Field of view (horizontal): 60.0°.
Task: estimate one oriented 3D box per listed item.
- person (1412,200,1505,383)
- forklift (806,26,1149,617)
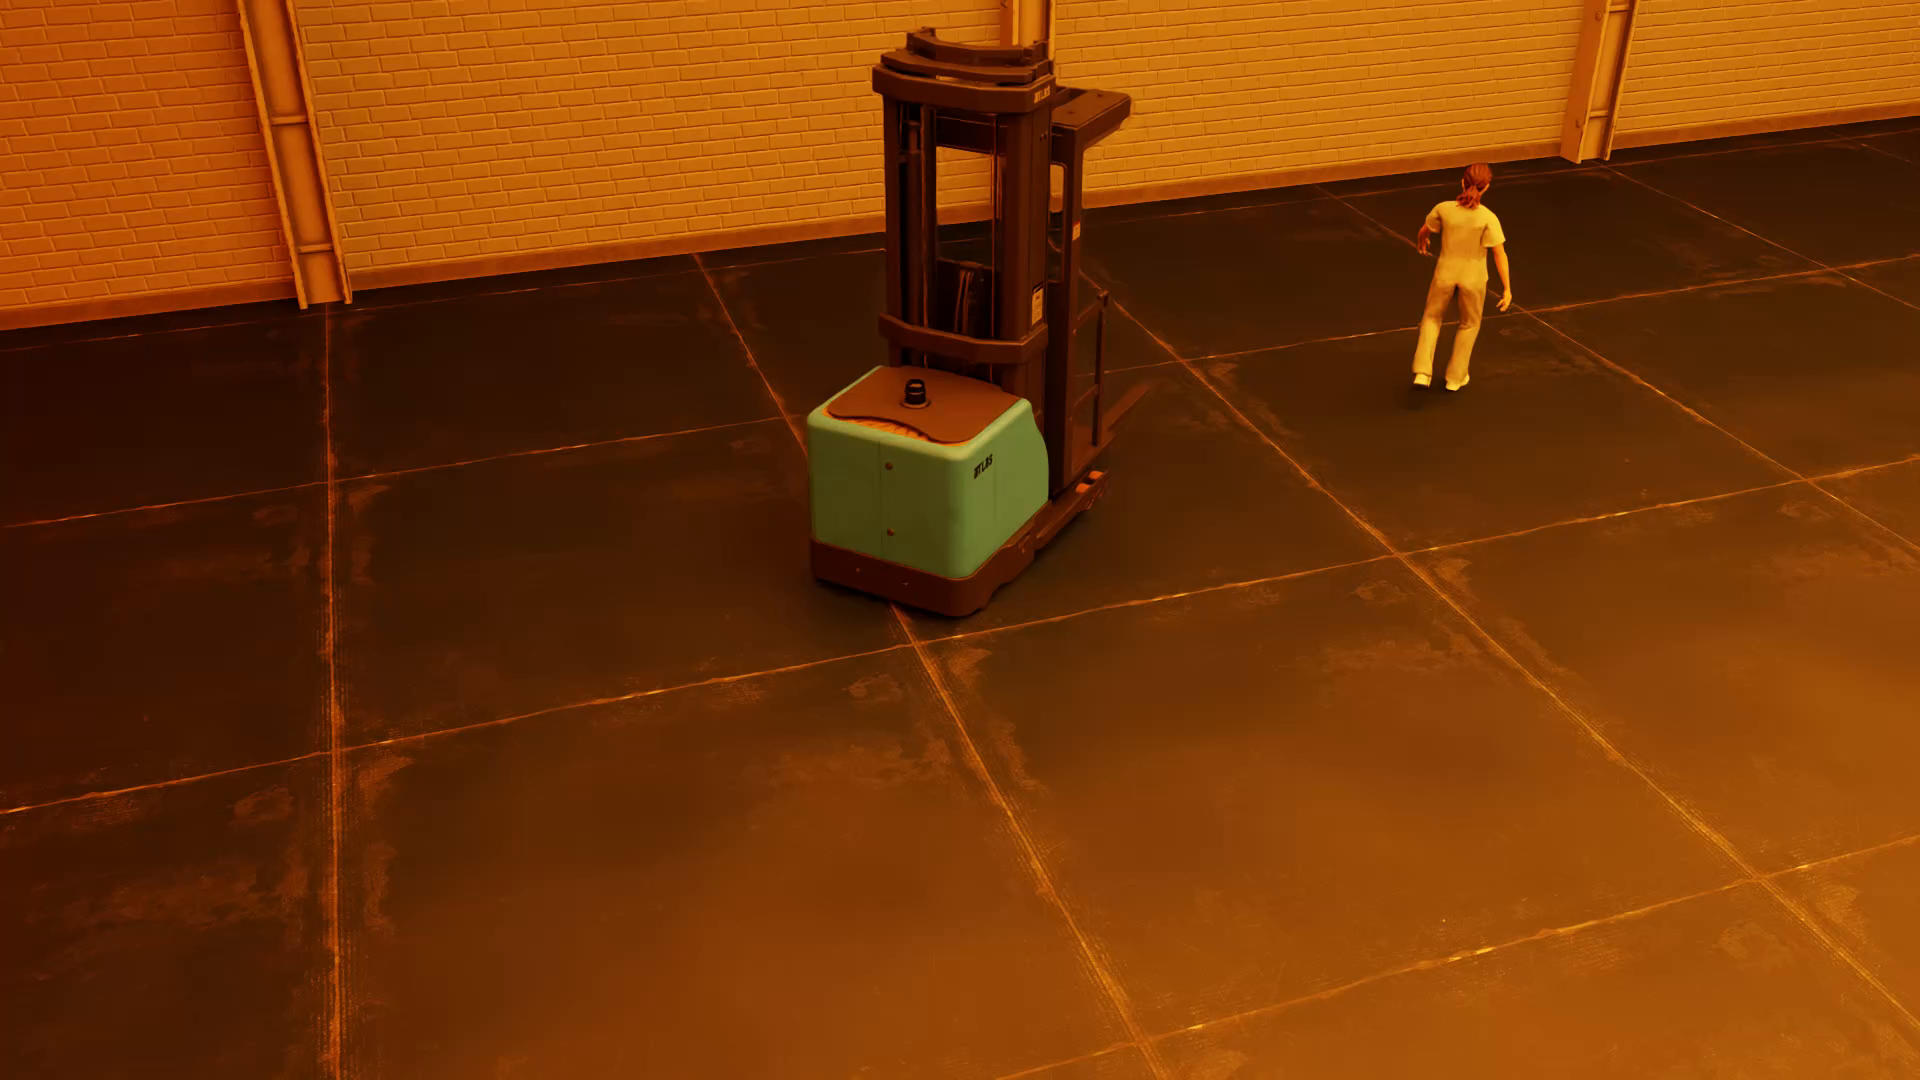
[{"bbox_3d":[3.416,-1.692,11.492,0.565,1.337,0.505,15,33,24],"label":"person"},{"bbox_3d":[0.286,-1.554,9.787,1.130,2.935,3.031,15,33,24],"label":"forklift"}]
